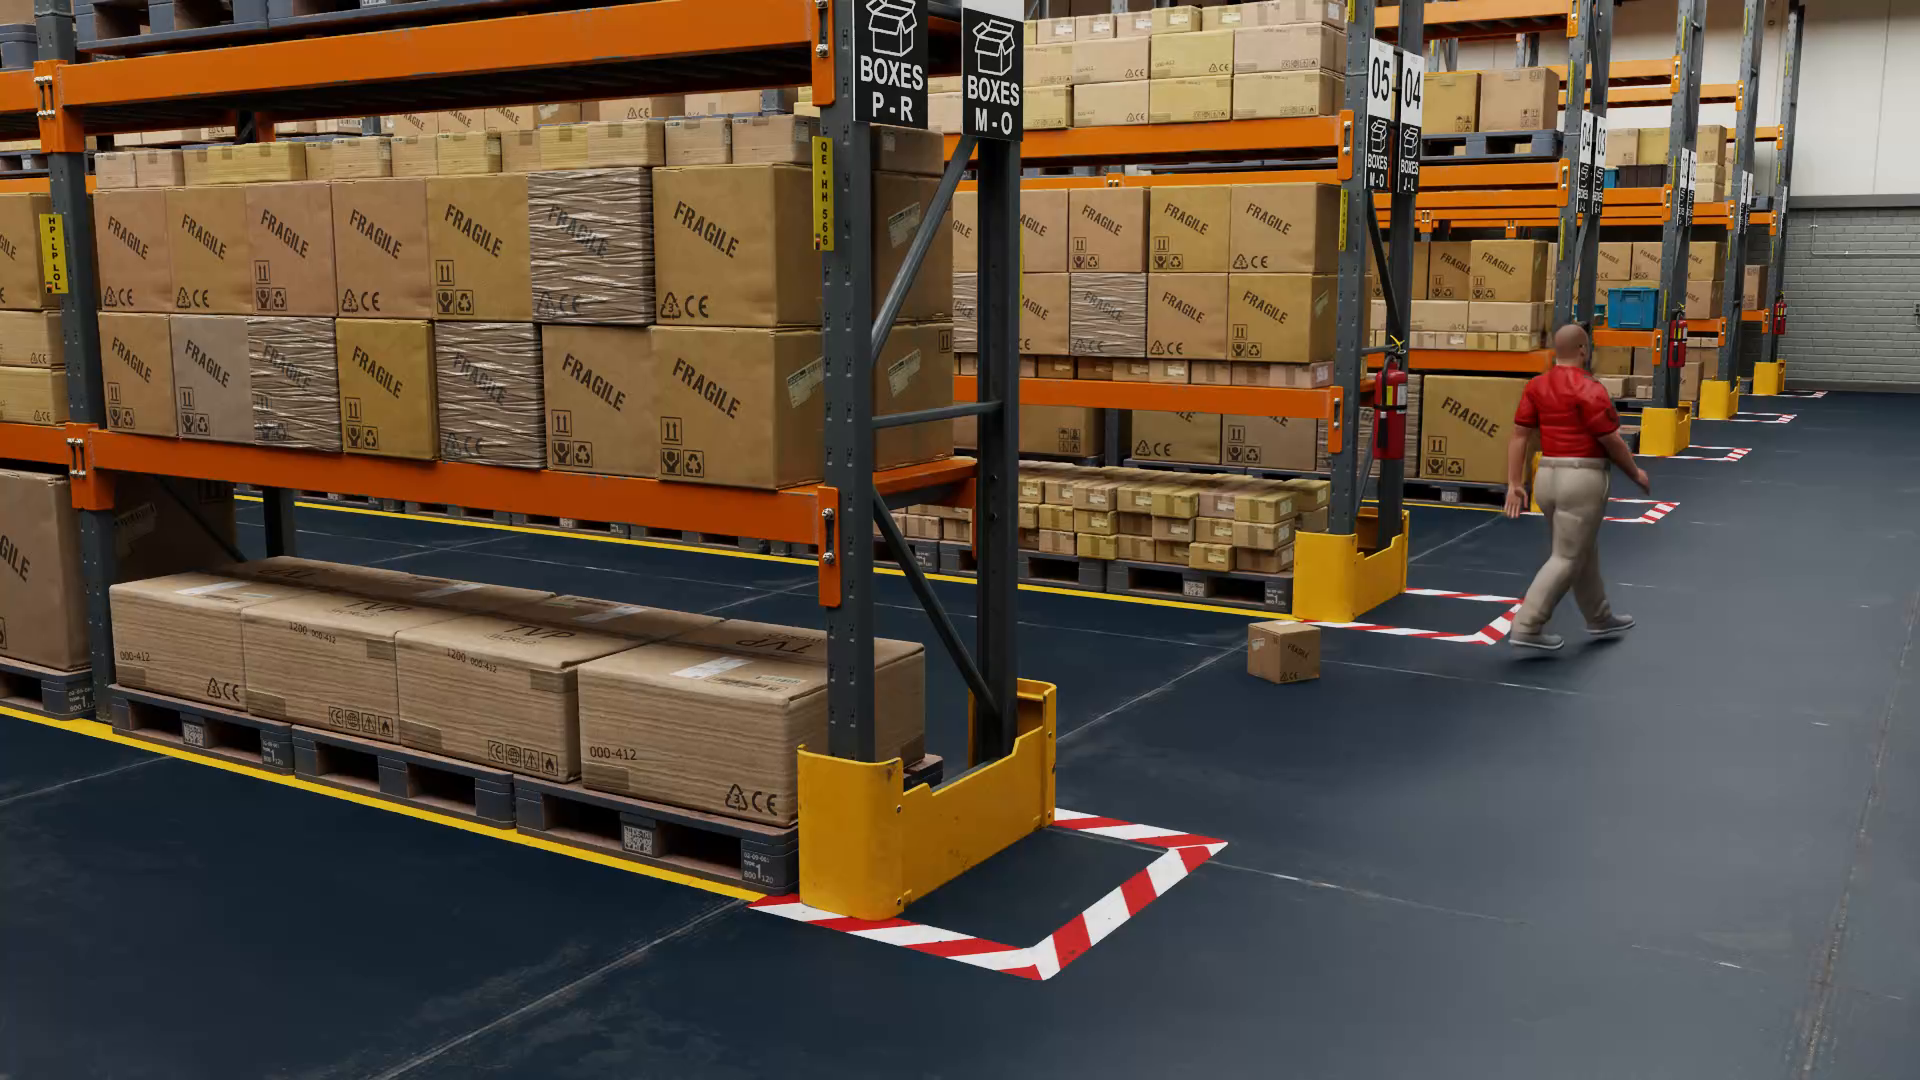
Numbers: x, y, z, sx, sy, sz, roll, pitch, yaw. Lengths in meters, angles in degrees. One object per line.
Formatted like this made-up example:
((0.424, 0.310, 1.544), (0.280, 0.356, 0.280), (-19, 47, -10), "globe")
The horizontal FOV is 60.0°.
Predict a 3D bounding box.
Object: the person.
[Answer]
((3.245, -0.283, 8.631), (1.013, 1.661, 0.555), (-4, 10, -21), "person")
